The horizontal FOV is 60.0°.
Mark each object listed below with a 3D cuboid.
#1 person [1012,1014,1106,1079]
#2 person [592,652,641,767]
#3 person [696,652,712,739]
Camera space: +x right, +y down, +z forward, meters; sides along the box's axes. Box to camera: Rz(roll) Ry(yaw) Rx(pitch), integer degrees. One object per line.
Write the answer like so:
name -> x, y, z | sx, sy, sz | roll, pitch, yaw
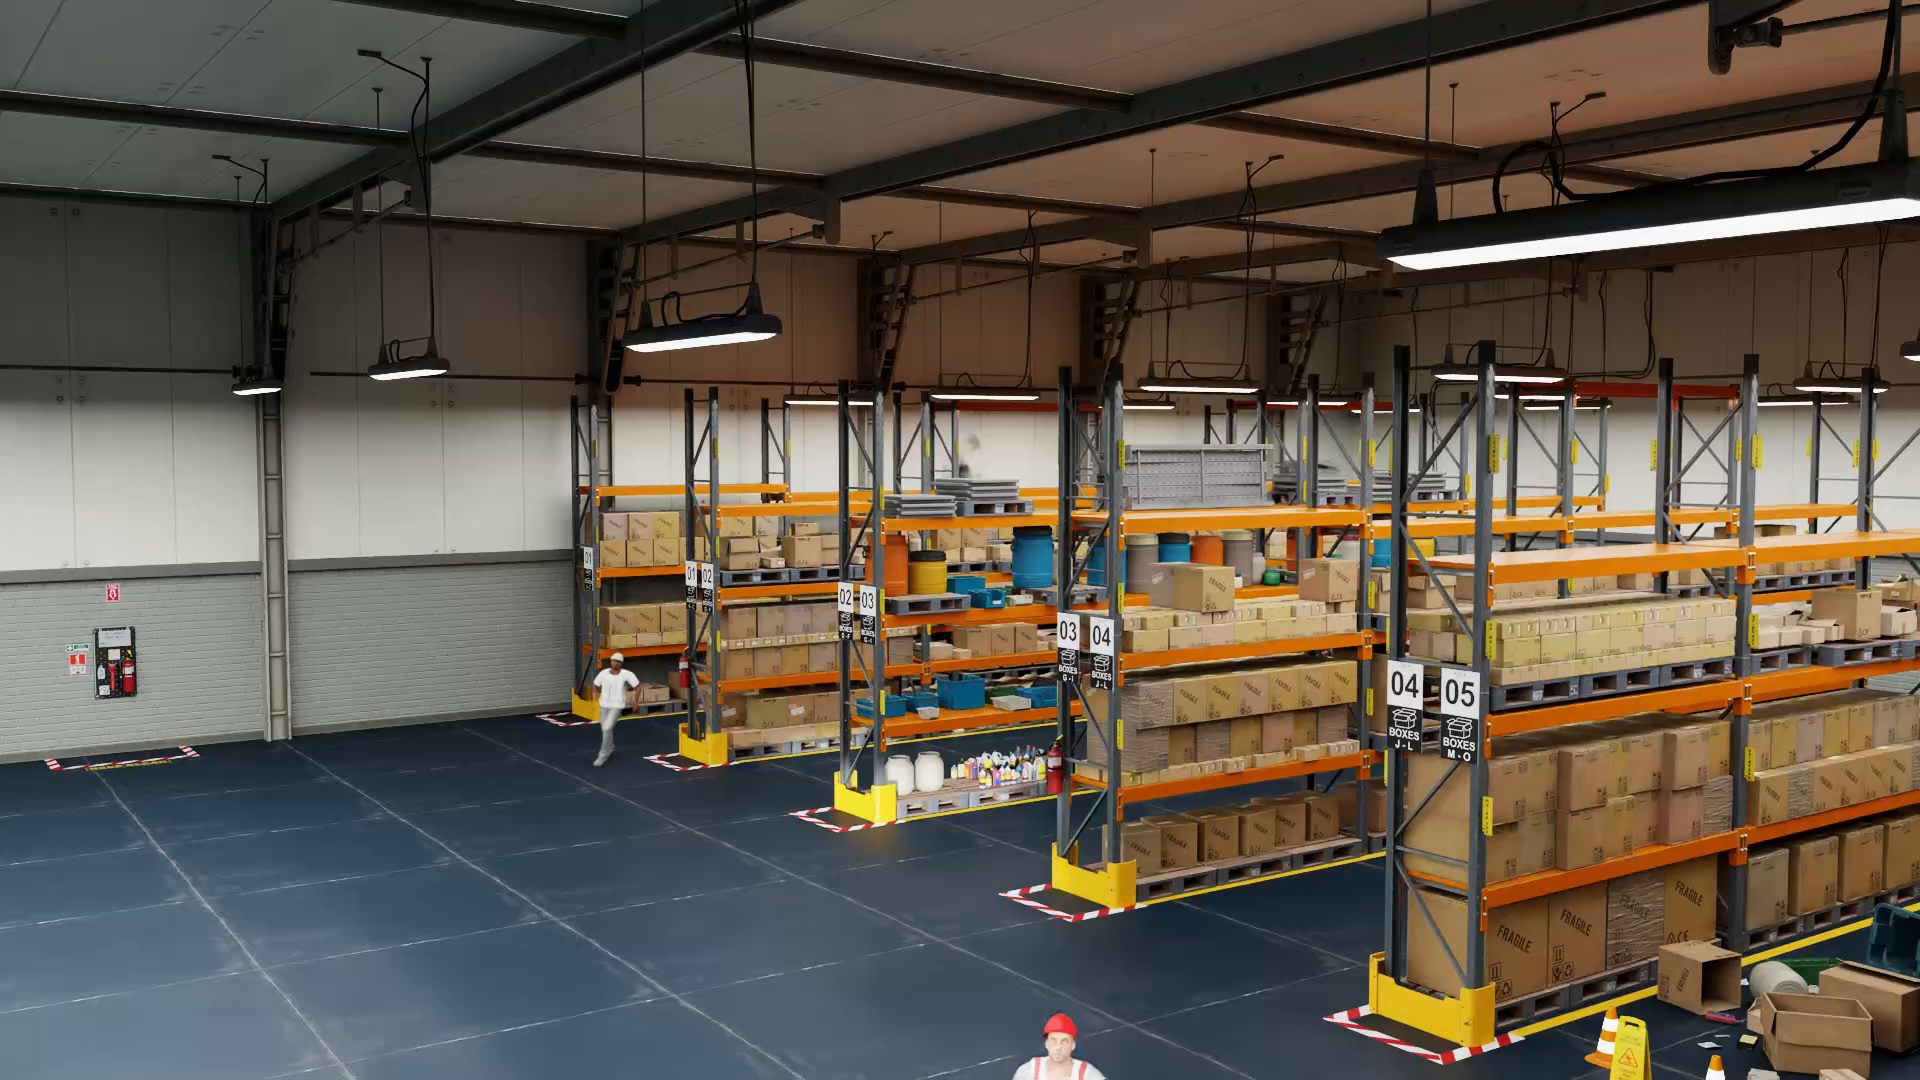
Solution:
person -> 0.586, 3.691, 9.896 | 0.667, 1.756, 0.837 | 1, 3, 9
person -> -5.573, 2.682, 26.586 | 0.753, 1.748, 0.863 | 1, 4, 16
person -> -4.252, 2.544, 28.765 | 0.729, 1.840, 0.656 | -3, 4, -36
